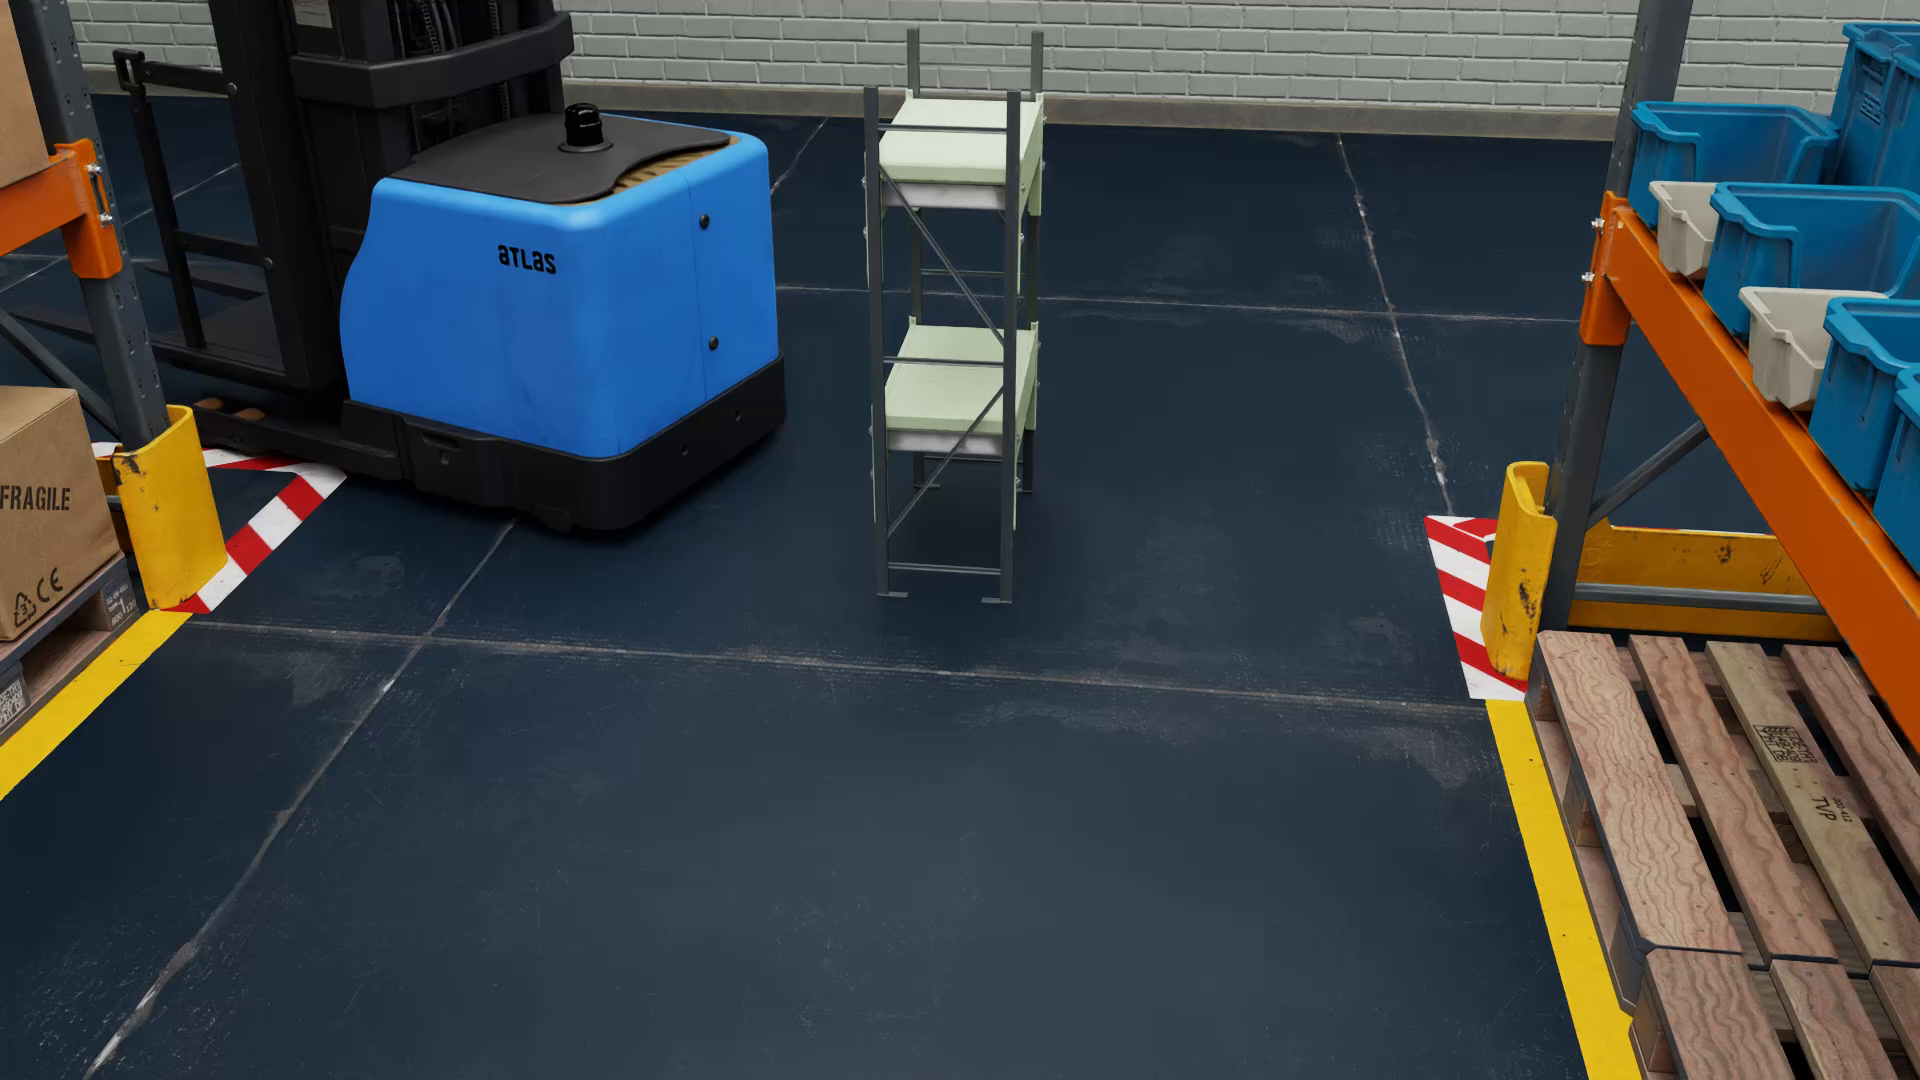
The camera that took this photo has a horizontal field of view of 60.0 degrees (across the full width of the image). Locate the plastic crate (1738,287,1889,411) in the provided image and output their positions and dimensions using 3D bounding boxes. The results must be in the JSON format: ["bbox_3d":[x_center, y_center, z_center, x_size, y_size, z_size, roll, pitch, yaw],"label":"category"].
[{"bbox_3d":[1.513,-0.323,2.901,0.250,0.136,0.298,3,28,6],"label":"plastic crate"}]

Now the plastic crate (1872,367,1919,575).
[{"bbox_3d":[1.520,-0.069,2.329,0.416,0.233,0.300,3,28,6],"label":"plastic crate"}]

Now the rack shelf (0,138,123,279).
[{"bbox_3d":[-3.086,-0.006,2.858,1.077,0.370,4.000,3,28,6],"label":"rack shelf"}]

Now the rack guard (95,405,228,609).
[{"bbox_3d":[-2.850,-0.128,4.961,1.175,0.500,0.348,3,28,6],"label":"rack guard"}]

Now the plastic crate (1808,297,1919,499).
[{"bbox_3d":[1.557,-0.211,2.592,0.416,0.233,0.300,3,28,6],"label":"plastic crate"}]

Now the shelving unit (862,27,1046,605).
[{"bbox_3d":[-0.001,-0.657,4.888,0.431,1.500,0.755,3,28,6],"label":"shelving unit"}]

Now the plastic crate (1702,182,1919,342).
[{"bbox_3d":[1.637,-0.521,3.167,0.416,0.233,0.300,3,28,6],"label":"plastic crate"}]

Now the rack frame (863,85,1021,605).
[{"bbox_3d":[-0.046,-0.485,4.569,0.400,1.500,0.023,3,28,6],"label":"rack frame"}]

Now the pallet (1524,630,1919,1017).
[{"bbox_3d":[1.935,0.639,3.842,1.003,0.211,1.213,3,28,6],"label":"pallet"}]

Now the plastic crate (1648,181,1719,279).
[{"bbox_3d":[1.597,-0.642,3.494,0.250,0.136,0.298,3,28,6],"label":"plastic crate"}]

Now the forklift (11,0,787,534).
[{"bbox_3d":[-2.165,-1.788,5.479,3.031,2.935,1.130,14,31,24],"label":"forklift"}]

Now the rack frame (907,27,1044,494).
[{"bbox_3d":[0.044,-0.829,5.208,0.400,1.500,0.023,3,28,6],"label":"rack frame"}]

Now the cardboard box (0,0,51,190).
[{"bbox_3d":[-2.625,-1.082,3.990,0.500,0.500,0.500,4,29,8],"label":"cardboard box"}]

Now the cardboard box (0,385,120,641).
[{"bbox_3d":[-2.663,-0.087,4.421,0.500,0.500,0.500,3,28,6],"label":"cardboard box"}]

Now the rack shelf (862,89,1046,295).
[{"bbox_3d":[-0.001,-1.001,4.703,0.431,0.370,0.720,3,28,6],"label":"rack shelf"}]

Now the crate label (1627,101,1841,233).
[{"bbox_3d":[1.718,-0.830,3.742,0.416,0.233,0.303,3,28,6],"label":"crate label"}]

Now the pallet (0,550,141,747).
[{"bbox_3d":[-2.947,0.374,4.333,1.003,0.211,1.213,3,28,6],"label":"pallet"}]

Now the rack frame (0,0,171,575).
[{"bbox_3d":[-2.841,-1.264,4.434,1.000,3.000,0.127,3,28,6],"label":"rack frame"}]

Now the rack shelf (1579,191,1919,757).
[{"bbox_3d":[1.830,0.283,2.320,1.077,0.370,4.000,3,28,6],"label":"rack shelf"}]

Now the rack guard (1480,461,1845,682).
[{"bbox_3d":[2.065,0.114,4.512,1.175,0.500,0.348,3,28,6],"label":"rack guard"}]

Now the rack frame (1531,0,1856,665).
[{"bbox_3d":[2.075,-0.975,3.897,1.000,3.000,0.127,3,28,6],"label":"rack frame"}]

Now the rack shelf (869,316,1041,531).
[{"bbox_3d":[-0.001,-0.370,5.043,0.431,0.370,0.720,3,28,6],"label":"rack shelf"}]

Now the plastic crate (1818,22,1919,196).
[{"bbox_3d":[2.219,-0.848,3.562,0.616,0.435,0.499,3,28,6],"label":"plastic crate"}]

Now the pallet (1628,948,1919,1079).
[{"bbox_3d":[1.783,1.211,2.779,1.003,0.211,1.213,3,28,6],"label":"pallet"}]
